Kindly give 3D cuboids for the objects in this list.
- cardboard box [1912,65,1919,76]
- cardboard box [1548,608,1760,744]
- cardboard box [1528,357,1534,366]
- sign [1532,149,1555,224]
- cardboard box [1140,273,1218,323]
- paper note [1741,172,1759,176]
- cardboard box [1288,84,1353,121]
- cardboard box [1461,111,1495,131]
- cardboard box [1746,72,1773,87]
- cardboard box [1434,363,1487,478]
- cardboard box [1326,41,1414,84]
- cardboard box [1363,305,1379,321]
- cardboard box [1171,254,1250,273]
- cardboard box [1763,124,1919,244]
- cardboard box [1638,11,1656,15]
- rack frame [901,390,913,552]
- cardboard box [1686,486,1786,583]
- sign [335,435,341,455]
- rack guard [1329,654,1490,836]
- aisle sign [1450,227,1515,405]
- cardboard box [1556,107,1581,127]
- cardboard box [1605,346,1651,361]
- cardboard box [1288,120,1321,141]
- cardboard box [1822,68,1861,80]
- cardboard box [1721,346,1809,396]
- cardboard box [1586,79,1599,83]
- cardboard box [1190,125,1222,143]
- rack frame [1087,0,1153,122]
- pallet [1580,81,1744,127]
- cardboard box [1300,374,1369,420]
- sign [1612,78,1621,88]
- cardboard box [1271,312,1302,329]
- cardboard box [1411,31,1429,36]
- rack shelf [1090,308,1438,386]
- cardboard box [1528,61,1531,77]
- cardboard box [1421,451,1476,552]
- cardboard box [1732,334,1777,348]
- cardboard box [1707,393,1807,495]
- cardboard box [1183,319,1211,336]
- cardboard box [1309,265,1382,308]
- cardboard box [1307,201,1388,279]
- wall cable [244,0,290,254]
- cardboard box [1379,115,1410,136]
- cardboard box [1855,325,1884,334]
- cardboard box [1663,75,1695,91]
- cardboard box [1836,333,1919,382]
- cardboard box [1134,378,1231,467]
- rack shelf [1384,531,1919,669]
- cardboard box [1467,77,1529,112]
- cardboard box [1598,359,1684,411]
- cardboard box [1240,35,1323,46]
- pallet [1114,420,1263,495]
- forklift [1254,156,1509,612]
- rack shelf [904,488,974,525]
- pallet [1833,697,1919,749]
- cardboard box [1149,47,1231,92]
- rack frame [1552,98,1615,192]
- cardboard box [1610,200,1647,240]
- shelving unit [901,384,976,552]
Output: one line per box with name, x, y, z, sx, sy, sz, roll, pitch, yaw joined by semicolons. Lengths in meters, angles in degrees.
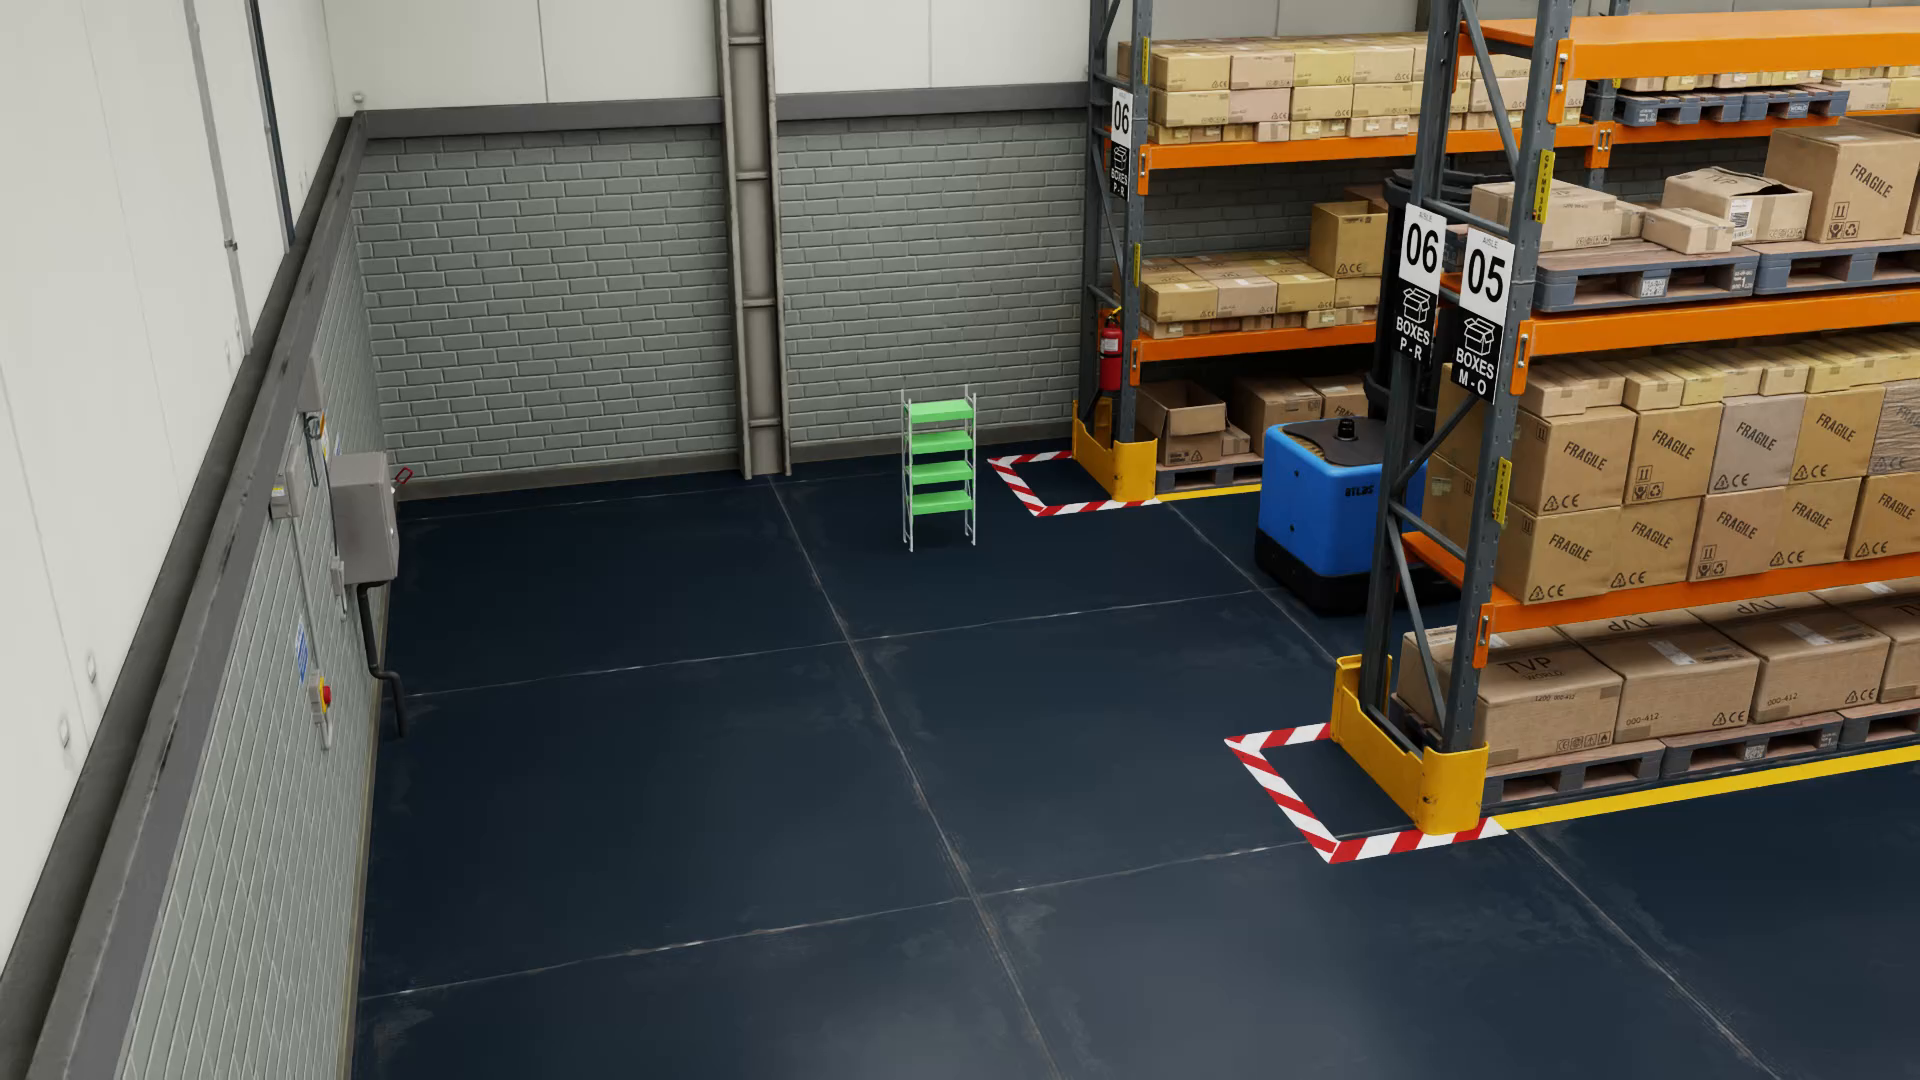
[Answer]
cardboard box;8.109;-4.082;14.271;0.250;0.149;0.380;-6;24;-13
cardboard box;4.029;0.755;9.834;0.875;0.438;0.875;-6;24;-13
cardboard box;2.833;-0.939;8.847;0.250;0.149;0.380;-6;24;-14
sign;2.686;-1.626;7.653;0.005;0.325;0.100;-6;24;-14
cardboard box;1.707;-1.919;13.161;0.500;0.250;0.500;-6;24;-14
paper note;4.407;-2.039;9.286;0.123;0.032;0.006;-6;24;-14
cardboard box;2.678;-3.407;12.824;0.500;0.250;0.500;-7;24;-16
cardboard box;4.047;-3.369;13.242;0.250;0.149;0.380;-6;24;-15
cardboard box;6.427;-3.824;13.642;0.250;0.149;0.380;-7;24;-15
cardboard box;2.942;-0.668;9.038;0.500;0.500;0.500;-6;24;-13
cardboard box;3.155;-3.697;12.867;0.500;0.250;0.500;-6;24;-13
cardboard box;3.319;-1.928;13.689;0.250;0.149;0.380;-6;24;-14
cardboard box;2.065;-2.177;13.763;0.500;0.250;0.500;-6;24;-14
cardboard box;4.523;-1.842;8.579;0.500;0.500;0.500;-6;24;-13
cardboard box;5.570;-4.260;13.756;0.258;0.266;0.396;-6;24;-14
rack frame;-0.394;-0.508;12.342;0.015;1.200;0.240;-6;24;-14
cardboard box;4.055;-0.121;9.031;0.500;0.500;0.500;-6;24;-15
sign;-3.641;-0.346;9.804;0.001;0.494;0.329;-6;24;-14
rack guard;2.519;1.130;9.412;0.348;0.500;1.175;-6;24;-14
aisle sign;2.551;-1.098;8.138;0.004;0.787;0.394;-6;24;-14
cardboard box;4.782;-3.444;13.416;0.250;0.149;0.380;-6;24;-15
cardboard box;3.550;-1.046;9.095;0.250;0.149;0.380;-6;24;-13
cardboard box;2.582;-3.191;12.827;0.250;0.149;0.380;-6;24;-15
cardboard box;7.378;-3.994;14.064;0.250;0.149;0.380;-6;24;-13
cardboard box;4.211;-0.890;8.732;0.250;0.149;0.380;-6;24;-14
cardboard box;5.322;-3.892;13.801;0.250;0.149;0.380;-6;24;-15
cardboard box;1.812;-3.152;12.736;0.250;0.149;0.380;-6;24;-13
rack frame;1.197;-4.662;12.133;0.127;3.000;1.000;-6;24;-14
pallet;5.695;-3.666;13.854;1.003;0.211;1.213;-6;24;-14
cardboard box;3.181;-1.073;14.015;0.500;0.500;0.500;-6;24;-13
sign;5.203;-3.742;13.137;0.005;0.325;0.100;-6;24;-14
cardboard box;2.578;-1.840;13.484;0.250;0.149;0.380;-6;24;-14
cardboard box;4.000;-4.001;13.576;0.500;0.250;0.500;-7;24;-16
rack shelf;3.123;-1.787;13.954;4.000;0.370;1.077;-6;24;-14
cardboard box;4.628;-3.862;13.252;0.500;0.250;0.500;-6;24;-14
cardboard box;2.935;-0.219;9.259;0.500;0.500;0.500;-6;24;-14
cardboard box;4.305;-1.116;9.260;0.250;0.149;0.380;-6;24;-13
cardboard box;4.070;-0.585;8.844;0.500;0.500;0.500;-6;24;-15
cardboard box;1.820;-1.765;13.308;0.250;0.149;0.380;-6;24;-13
cardboard box;3.166;-2.090;13.561;0.500;0.250;0.500;-7;24;-16
cardboard box;3.151;-2.423;13.386;0.500;0.500;0.500;-6;24;-13
wall cable;-3.060;-2.351;6.747;0.029;3.000;2.355;-6;24;-14
cardboard box;3.308;-3.269;13.008;0.250;0.149;0.380;-6;24;-13
cardboard box;5.022;-1.218;9.498;0.250;0.149;0.380;-7;24;-16
cardboard box;5.702;-3.728;13.420;0.250;0.149;0.380;-6;24;-14
cardboard box;4.934;-0.985;8.954;0.250;0.149;0.380;-7;24;-15
cardboard box;1.812;-0.980;13.793;0.637;0.503;0.797;-7;24;-16
rack shelf;4.467;0.097;9.563;4.000;0.370;1.077;-6;24;-14
cardboard box;4.154;-3.572;13.209;0.500;0.250;0.500;-7;24;-16
cardboard box;3.473;-0.796;8.514;0.250;0.149;0.380;-6;24;-13
cardboard box;2.544;-3.848;13.220;0.500;0.250;0.500;-6;24;-14
pallet;2.038;-0.717;14.084;1.213;0.211;1.003;-6;24;-14
forklift;3.737;-1.176;11.703;3.031;2.935;1.130;-7;24;-16
rack shelf;-0.159;-0.254;12.522;0.480;0.148;0.258;-6;24;-14
pallet;5.640;0.886;10.348;1.213;0.211;1.003;-6;24;-14
cardboard box;1.692;-3.533;12.485;0.500;0.250;0.500;-7;24;-15
rack frame;5.049;-2.331;14.309;0.127;3.000;1.000;-6;24;-14
cardboard box;3.333;-1.680;8.647;0.250;0.149;0.380;-8;25;-18
shelving unit;-0.159;-0.534;12.402;0.503;1.200;0.258;-6;24;-14
